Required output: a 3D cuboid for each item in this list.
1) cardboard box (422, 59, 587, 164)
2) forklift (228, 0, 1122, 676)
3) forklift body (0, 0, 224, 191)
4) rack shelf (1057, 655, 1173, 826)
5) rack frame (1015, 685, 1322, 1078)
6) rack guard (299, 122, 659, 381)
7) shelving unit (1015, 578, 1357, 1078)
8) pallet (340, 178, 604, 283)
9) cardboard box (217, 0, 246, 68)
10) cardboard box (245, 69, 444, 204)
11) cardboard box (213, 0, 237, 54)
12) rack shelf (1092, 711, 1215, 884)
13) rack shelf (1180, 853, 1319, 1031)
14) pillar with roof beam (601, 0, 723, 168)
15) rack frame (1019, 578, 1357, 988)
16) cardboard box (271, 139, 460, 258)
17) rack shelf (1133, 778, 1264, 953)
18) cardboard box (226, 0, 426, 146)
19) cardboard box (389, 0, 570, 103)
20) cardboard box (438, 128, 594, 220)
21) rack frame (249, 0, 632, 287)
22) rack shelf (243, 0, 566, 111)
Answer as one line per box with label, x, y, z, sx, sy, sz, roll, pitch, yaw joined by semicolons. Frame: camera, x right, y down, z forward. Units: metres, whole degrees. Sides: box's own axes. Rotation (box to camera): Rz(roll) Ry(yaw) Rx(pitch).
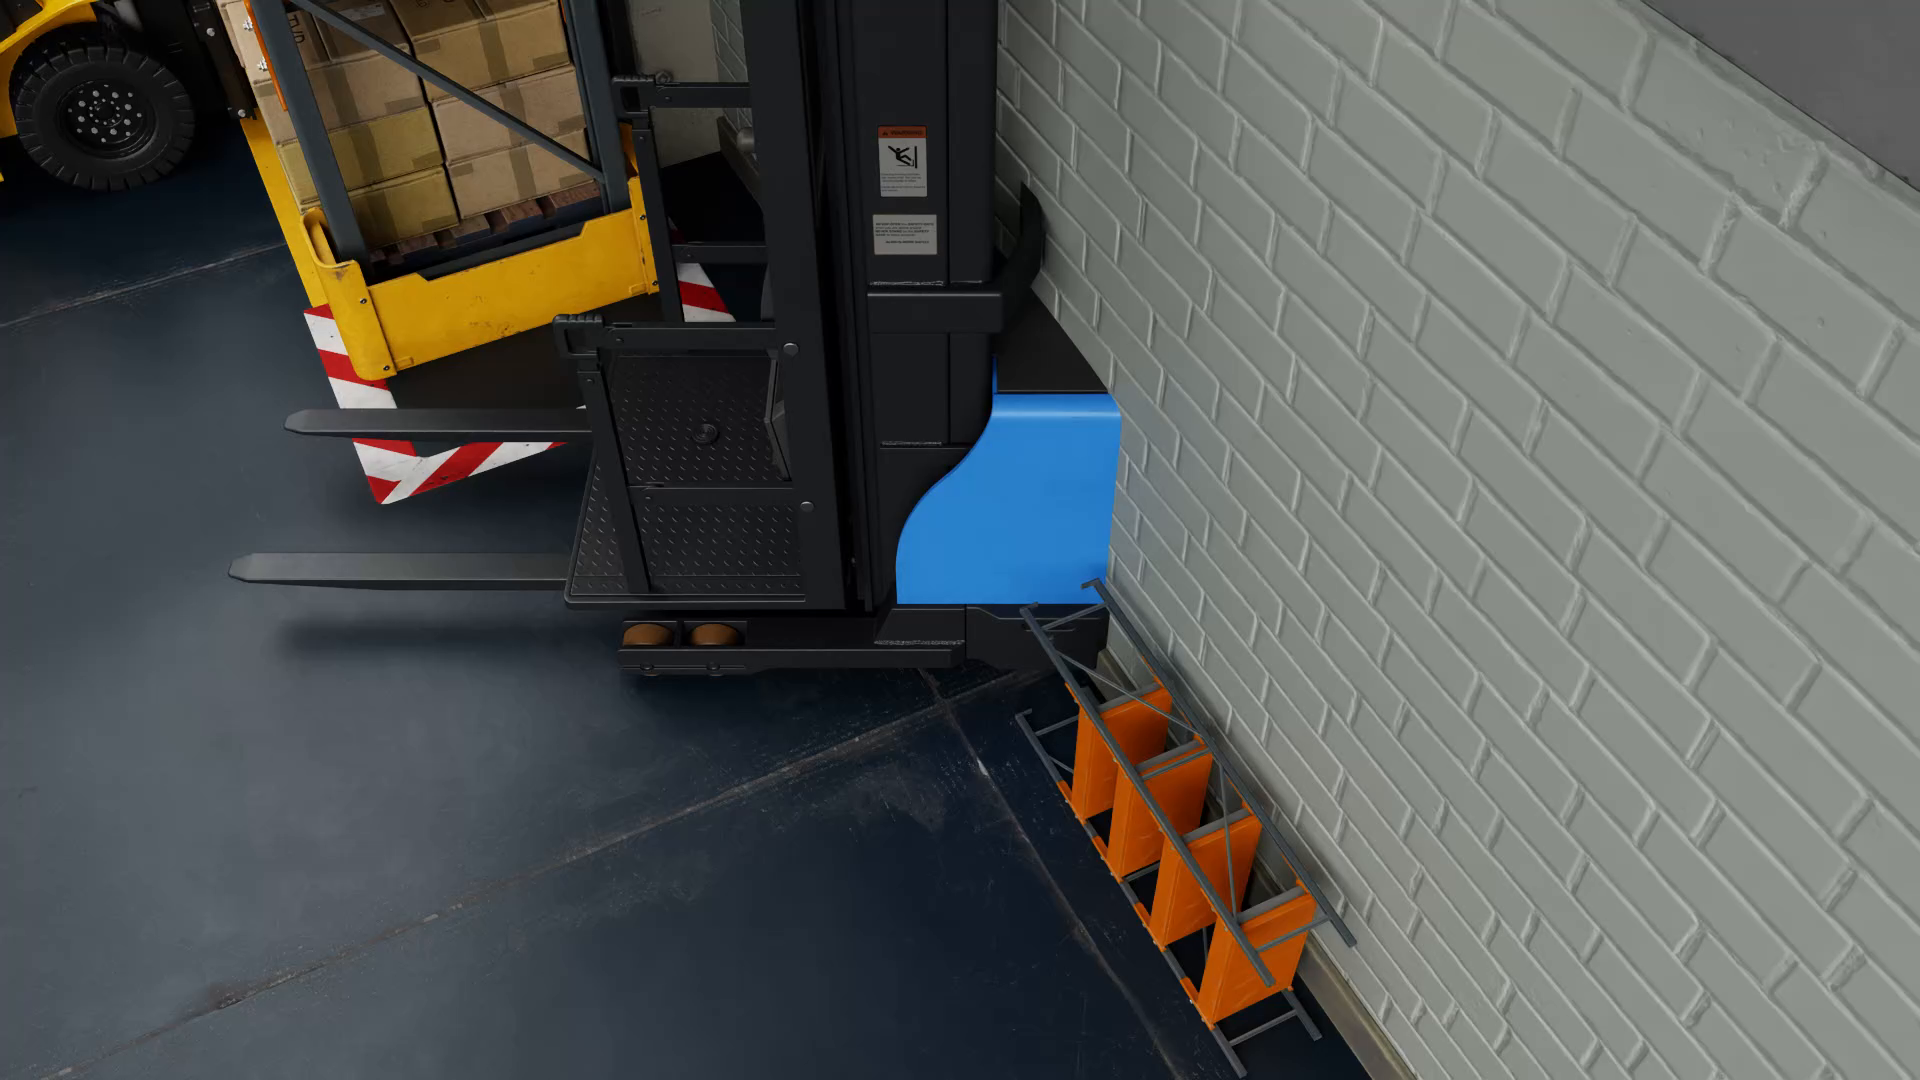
cardboard box;-1.658;-1.635;5.903;0.500;0.250;0.500;-20;52;-17
forklift;-0.630;-0.965;4.147;3.031;2.935;1.130;0;49;0
forklift body;-4.118;-2.213;5.757;2.313;2.155;1.214;-21;52;-18
rack shelf;0.413;0.533;4.441;0.258;0.480;0.148;-20;52;-17
rack frame;0.530;0.873;4.468;0.240;0.015;1.200;-20;52;-17
rack guard;-1.617;-1.013;5.803;1.175;0.500;0.348;-21;52;-18
shelving unit;0.530;0.712;4.284;0.258;0.503;1.200;-20;52;-17
pallet;-2.015;-1.431;6.361;1.003;0.211;1.213;-21;52;-18
cardboard box;-2.355;-1.954;5.850;0.500;0.250;0.500;-20;52;-17
cardboard box;-2.129;-1.467;5.756;0.500;0.250;0.500;-22;52;-18
cardboard box;-2.604;-2.145;6.349;0.500;0.250;0.500;-22;52;-18
rack shelf;0.501;0.667;4.324;0.258;0.480;0.148;-20;52;-17
rack shelf;0.703;0.978;4.052;0.258;0.480;0.148;-20;52;-17
pillar with roof beam;-4.973;-3.120;2.001;9.100;9.000;0.400;-21;52;-18
rack frame;0.530;0.552;4.100;0.240;0.015;1.200;-20;52;-17
cardboard box;-2.124;-1.290;5.933;0.500;0.250;0.500;-21;52;-17
rack shelf;0.599;0.818;4.192;0.258;0.480;0.148;-20;52;-17
cardboard box;-2.116;-1.614;5.553;0.500;0.250;0.500;-20;52;-16
cardboard box;-1.680;-1.801;5.716;0.500;0.250;0.500;-22;52;-18
cardboard box;-1.679;-1.481;6.100;0.500;0.250;0.500;-21;52;-17
rack frame;-1.628;-1.852;4.877;1.000;3.000;0.127;-21;52;-18
rack shelf;-2.543;-2.953;6.318;1.077;0.370;4.000;-21;52;-18
